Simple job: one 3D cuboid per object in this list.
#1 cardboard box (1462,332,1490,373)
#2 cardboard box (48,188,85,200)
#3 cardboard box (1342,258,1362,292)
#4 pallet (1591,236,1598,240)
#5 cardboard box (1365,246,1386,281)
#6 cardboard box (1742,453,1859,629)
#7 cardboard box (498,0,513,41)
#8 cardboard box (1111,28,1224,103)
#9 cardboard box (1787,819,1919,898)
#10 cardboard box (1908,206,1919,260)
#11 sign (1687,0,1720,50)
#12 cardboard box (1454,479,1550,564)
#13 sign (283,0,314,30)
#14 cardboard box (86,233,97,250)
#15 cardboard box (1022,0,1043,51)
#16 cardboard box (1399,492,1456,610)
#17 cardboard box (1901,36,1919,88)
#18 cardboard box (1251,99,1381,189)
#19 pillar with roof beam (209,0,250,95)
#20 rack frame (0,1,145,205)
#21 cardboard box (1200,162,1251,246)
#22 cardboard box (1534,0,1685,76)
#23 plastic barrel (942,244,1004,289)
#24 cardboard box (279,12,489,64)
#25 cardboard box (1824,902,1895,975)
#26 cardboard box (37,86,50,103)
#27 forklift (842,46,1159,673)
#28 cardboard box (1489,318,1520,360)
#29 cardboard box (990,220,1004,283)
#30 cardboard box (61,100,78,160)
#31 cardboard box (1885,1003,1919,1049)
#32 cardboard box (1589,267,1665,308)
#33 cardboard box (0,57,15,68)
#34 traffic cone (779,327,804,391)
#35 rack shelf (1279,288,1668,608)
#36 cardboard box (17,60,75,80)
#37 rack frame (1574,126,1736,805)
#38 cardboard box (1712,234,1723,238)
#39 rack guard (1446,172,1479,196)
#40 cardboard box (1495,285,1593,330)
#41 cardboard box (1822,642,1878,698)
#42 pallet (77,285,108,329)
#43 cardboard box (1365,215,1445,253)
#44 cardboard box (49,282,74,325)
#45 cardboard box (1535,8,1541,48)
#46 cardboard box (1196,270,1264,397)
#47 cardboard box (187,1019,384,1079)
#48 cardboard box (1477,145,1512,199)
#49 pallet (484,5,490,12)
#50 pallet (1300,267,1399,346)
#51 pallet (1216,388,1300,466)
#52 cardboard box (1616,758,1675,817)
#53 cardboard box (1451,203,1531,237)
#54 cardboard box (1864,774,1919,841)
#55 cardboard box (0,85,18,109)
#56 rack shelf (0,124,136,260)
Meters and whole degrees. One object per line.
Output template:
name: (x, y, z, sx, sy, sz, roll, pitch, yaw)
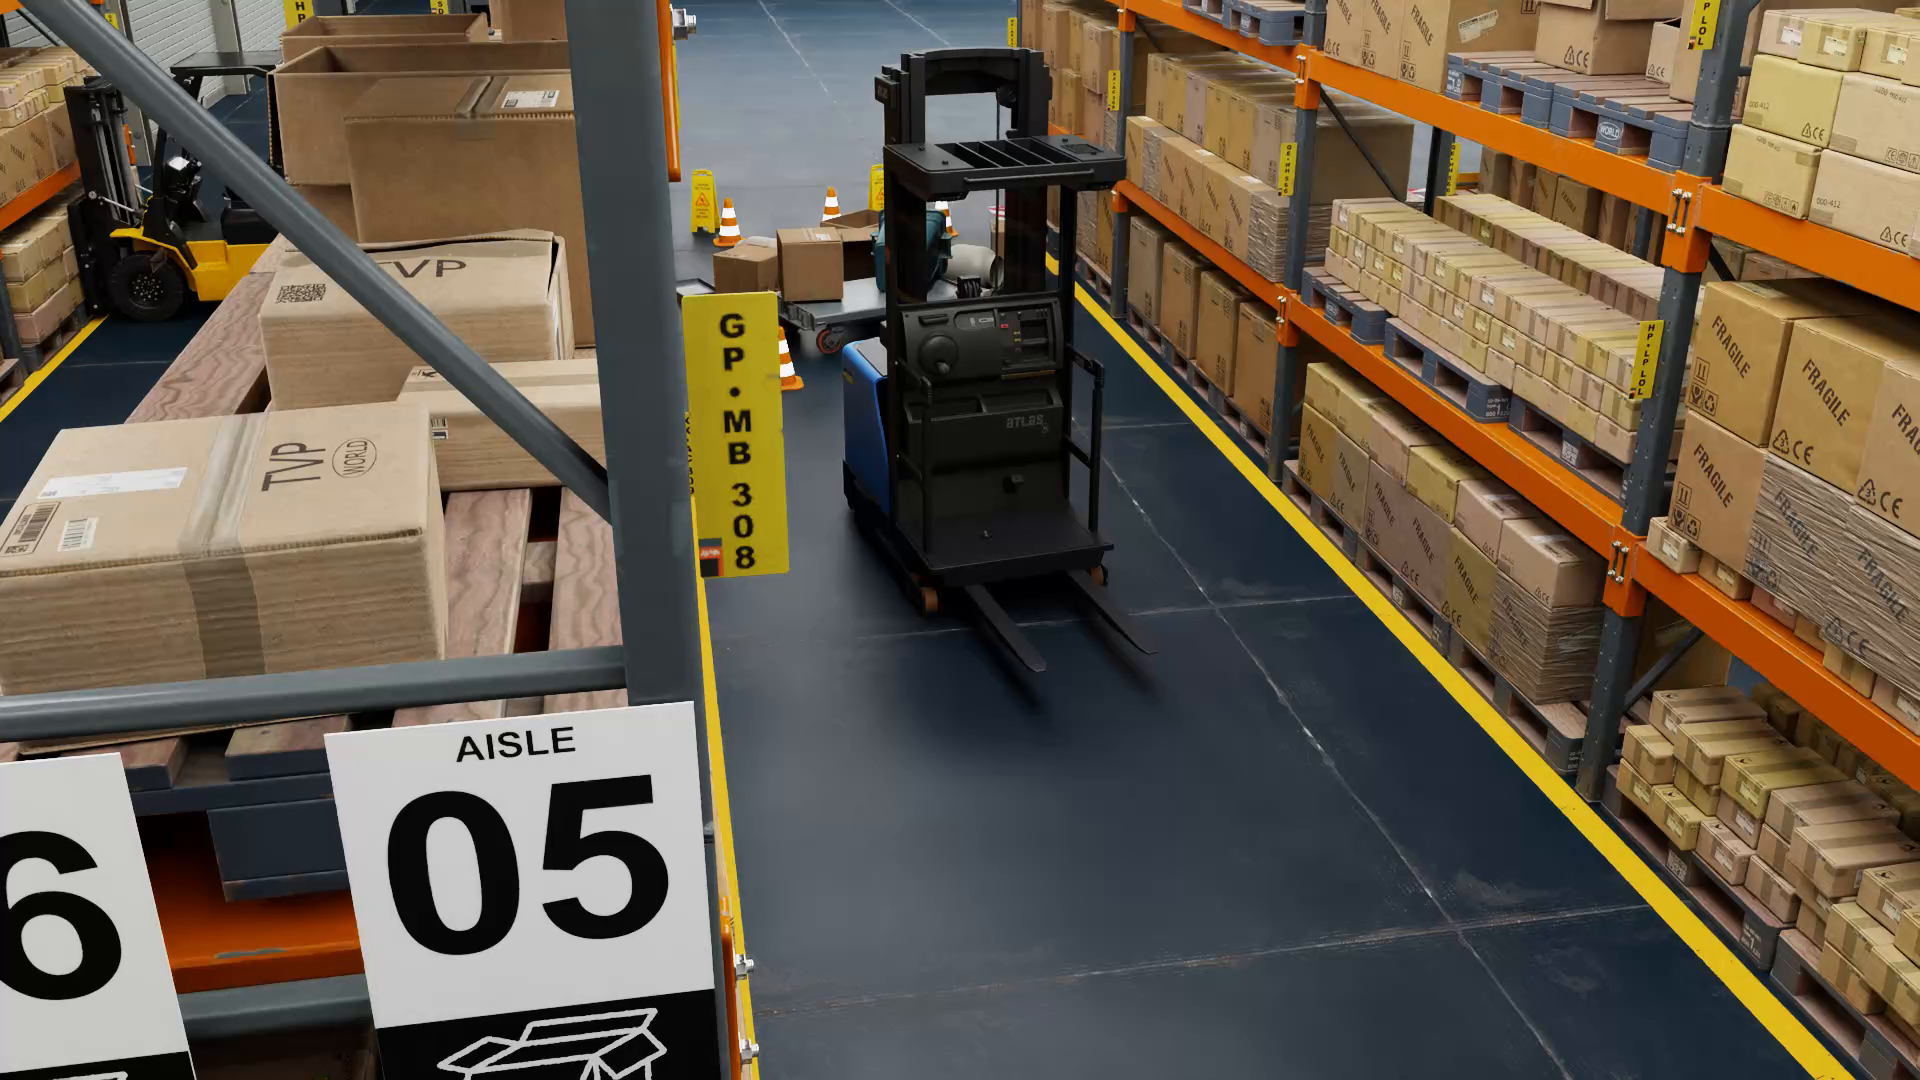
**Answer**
cardboard box: (2.805, -0.970, 8.512, 0.380, 0.149, 0.250, -3, 24, -7)
cardboard box: (-8.030, -3.018, 15.075, 0.500, 0.250, 0.500, -4, 24, -9)
cardboard box: (2.511, -1.593, 9.939, 0.380, 0.149, 0.250, -3, 24, -7)
pallet: (6.343, -3.177, 17.261, 1.003, 0.211, 1.213, -4, 24, -10)
cardboard box: (2.574, -1.610, 9.605, 0.380, 0.149, 0.250, -5, 24, -11)
cardboard box: (3.259, -0.013, 6.036, 0.500, 0.500, 0.500, -4, 24, -10)
cardboard box: (-1.899, -2.644, 8.158, 0.700, 0.500, 0.500, -6, 24, -12)
cardboard box: (1.803, -4.097, 14.346, 0.875, 0.550, 0.550, -4, 24, -10)
cardboard box: (3.302, 1.169, 6.119, 0.380, 0.149, 0.250, -4, 24, -9)
cardboard box: (3.322, -0.940, 5.095, 0.500, 0.250, 0.500, -3, 24, -7)
sign: (2.772, -1.988, 6.169, 0.100, 0.325, 0.005, -4, 24, -10)
cardboard box: (2.849, -0.107, 8.408, 0.500, 0.250, 0.500, -3, 24, -7)
sign: (-2.060, -1.544, 5.252, 0.100, 0.325, 0.005, -4, 24, -10)
cardboard box: (-7.941, -2.580, 14.697, 0.500, 0.250, 0.500, -4, 24, -10)
cardboard box: (1.129, -5.374, 17.269, 0.875, 0.550, 0.550, -4, 24, -10)
cardboard box: (2.747, 0.038, 9.014, 0.500, 0.500, 0.500, -5, 24, -11)
cardboard box: (3.256, -1.514, 5.287, 0.380, 0.149, 0.250, -5, 24, -11)
cardboard box: (2.409, -2.692, 11.293, 0.700, 0.500, 0.500, -5, 24, -11)
pillar with roof beam: (-7.371, -11.631, 25.638, 9.100, 9.000, 0.400, -4, 24, -10)
rack frame: (-8.625, -4.184, 16.082, 1.000, 3.000, 0.127, -4, 24, -10)
cardboard box: (2.047, -2.408, 11.891, 0.500, 0.500, 0.500, -5, 24, -11)
cardboard box: (3.160, -2.470, 7.757, 0.797, 0.503, 0.637, -5, 24, -10)
plastic barrel: (0.120, -2.538, 15.531, 0.512, 0.421, 0.421, 13, 27, 27)
cardboard box: (-1.627, -1.244, 4.829, 0.500, 0.500, 0.500, -4, 24, -9)
cardboard box: (3.344, 1.412, 5.936, 0.380, 0.149, 0.250, -4, 24, -10)
cardboard box: (-8.067, -3.804, 14.276, 0.380, 0.149, 0.250, -4, 24, -10)
forklift: (0.203, -1.104, 9.117, 1.130, 2.935, 3.031, -8, 25, -17)
cardboard box: (2.855, -1.005, 8.222, 0.380, 0.149, 0.250, -6, 24, -12)
cardboard box: (0.542, -2.776, 15.978, 0.500, 0.500, 0.500, 0, 24, -1)
cardboard box: (-8.094, -3.649, 14.733, 0.500, 0.500, 0.500, -5, 24, -11)
cardboard box: (3.472, 1.647, 5.768, 0.380, 0.149, 0.250, -4, 24, -8)
cardboard box: (3.456, -1.286, 8.493, 0.380, 0.149, 0.250, -3, 24, -8)
cardboard box: (-8.664, -4.209, 14.832, 0.380, 0.149, 0.250, -4, 24, -9)
traffic cone: (-1.403, -1.433, 12.952, 0.336, 0.463, 0.334, -4, 24, -10)
rack shelf: (2.947, -0.696, 8.994, 1.077, 0.370, 4.000, -4, 24, -10)
cardboard box: (-8.071, -4.145, 14.685, 0.380, 0.149, 0.250, -4, 24, -8)
rack frame: (3.317, -0.239, 7.049, 1.000, 3.000, 0.127, -4, 24, -10)
cardboard box: (6.823, -2.526, 14.859, 0.700, 0.500, 0.500, -6, 24, -14)
rack guard: (6.005, -4.111, 19.038, 1.175, 0.500, 0.348, -4, 24, -10)
cardboard box: (2.864, -1.140, 8.158, 0.380, 0.149, 0.250, -5, 24, -11)
cardboard box: (3.296, 0.420, 5.853, 0.380, 0.149, 0.250, -4, 24, -9)
pallet: (-8.221, -2.130, 14.862, 1.003, 0.211, 1.213, -4, 24, -10)
cardboard box: (2.566, -1.764, 9.586, 0.380, 0.149, 0.250, -4, 24, -10)
cardboard box: (-7.759, -1.956, 13.892, 0.500, 0.250, 0.500, -5, 24, -11)
cardboard box: (3.126, -2.634, 8.661, 0.500, 0.500, 0.500, -4, 24, -10)
cardboard box: (2.388, -1.563, 12.368, 1.050, 0.750, 0.750, -4, 24, -9)
cardboard box: (-1.053, 0.813, 2.456, 0.380, 0.149, 0.250, -4, 24, -9)
cardboard box: (6.090, -4.086, 18.457, 0.500, 0.500, 0.500, 0, 24, 0)
pallet: (-2.999, -4.017, 12.187, 1.213, 0.211, 1.003, -4, 24, -10)
pallet: (2.814, -1.452, 10.066, 1.213, 0.211, 1.003, -4, 24, -10)
pallet: (2.506, -0.850, 11.932, 1.003, 0.211, 1.213, -4, 24, -10)
cardboard box: (3.069, 1.042, 7.153, 0.380, 0.149, 0.250, -5, 24, -12)
cardboard box: (3.163, -1.904, 9.908, 0.380, 0.149, 0.250, -5, 24, -10)
cardboard box: (3.749, 1.026, 6.447, 0.380, 0.149, 0.250, -4, 24, -8)
cardboard box: (-7.793, -3.542, 13.305, 0.380, 0.149, 0.250, -4, 24, -9)
rack shelf: (-8.256, -3.068, 14.425, 1.077, 0.370, 4.000, -4, 24, -10)
